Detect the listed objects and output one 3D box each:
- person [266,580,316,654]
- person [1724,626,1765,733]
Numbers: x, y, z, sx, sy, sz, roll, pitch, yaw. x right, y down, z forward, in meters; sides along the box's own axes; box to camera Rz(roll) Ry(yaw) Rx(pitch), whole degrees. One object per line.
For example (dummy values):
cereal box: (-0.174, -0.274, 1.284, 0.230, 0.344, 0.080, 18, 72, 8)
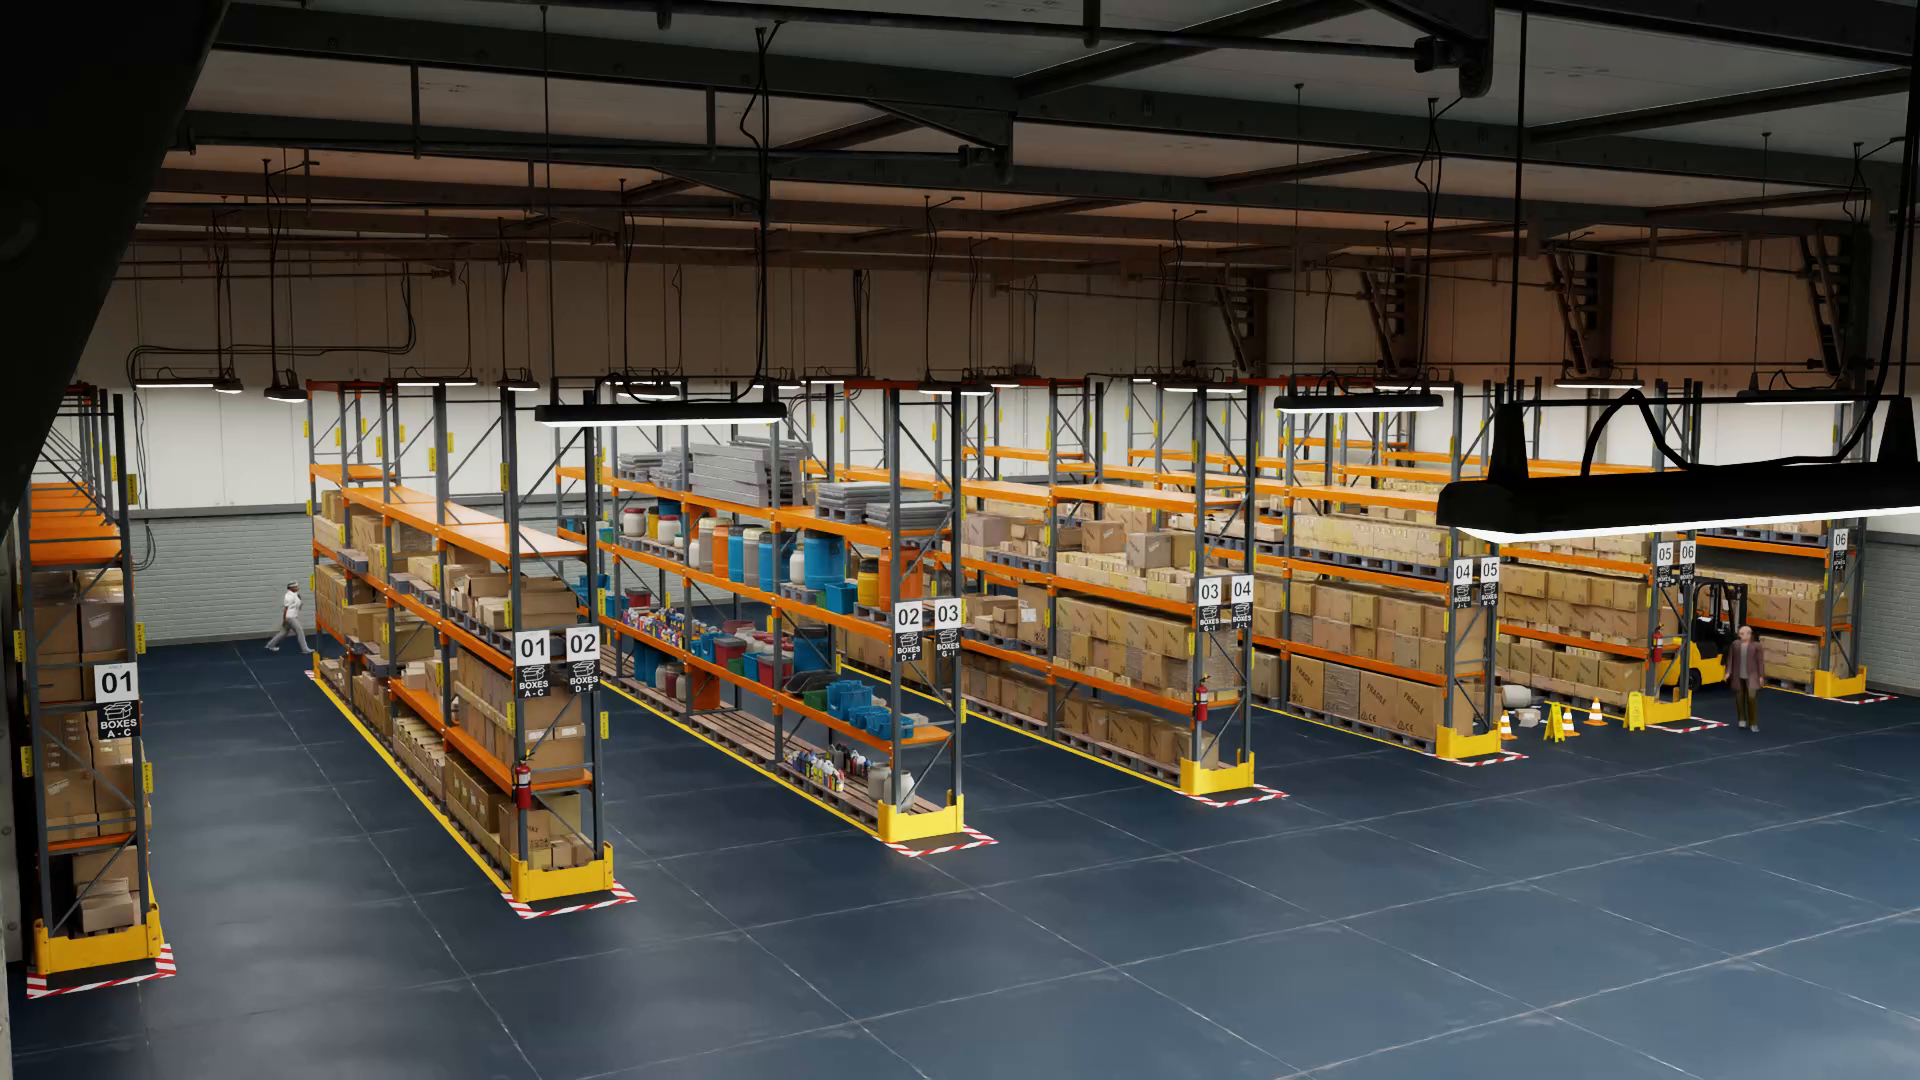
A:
person: (-14.603, 1.673, 36.236, 1.055, 1.614, 0.449, -1, 6, -11)
person: (13.608, 2.416, 28.845, 0.636, 1.861, 0.507, 5, 8, 38)
